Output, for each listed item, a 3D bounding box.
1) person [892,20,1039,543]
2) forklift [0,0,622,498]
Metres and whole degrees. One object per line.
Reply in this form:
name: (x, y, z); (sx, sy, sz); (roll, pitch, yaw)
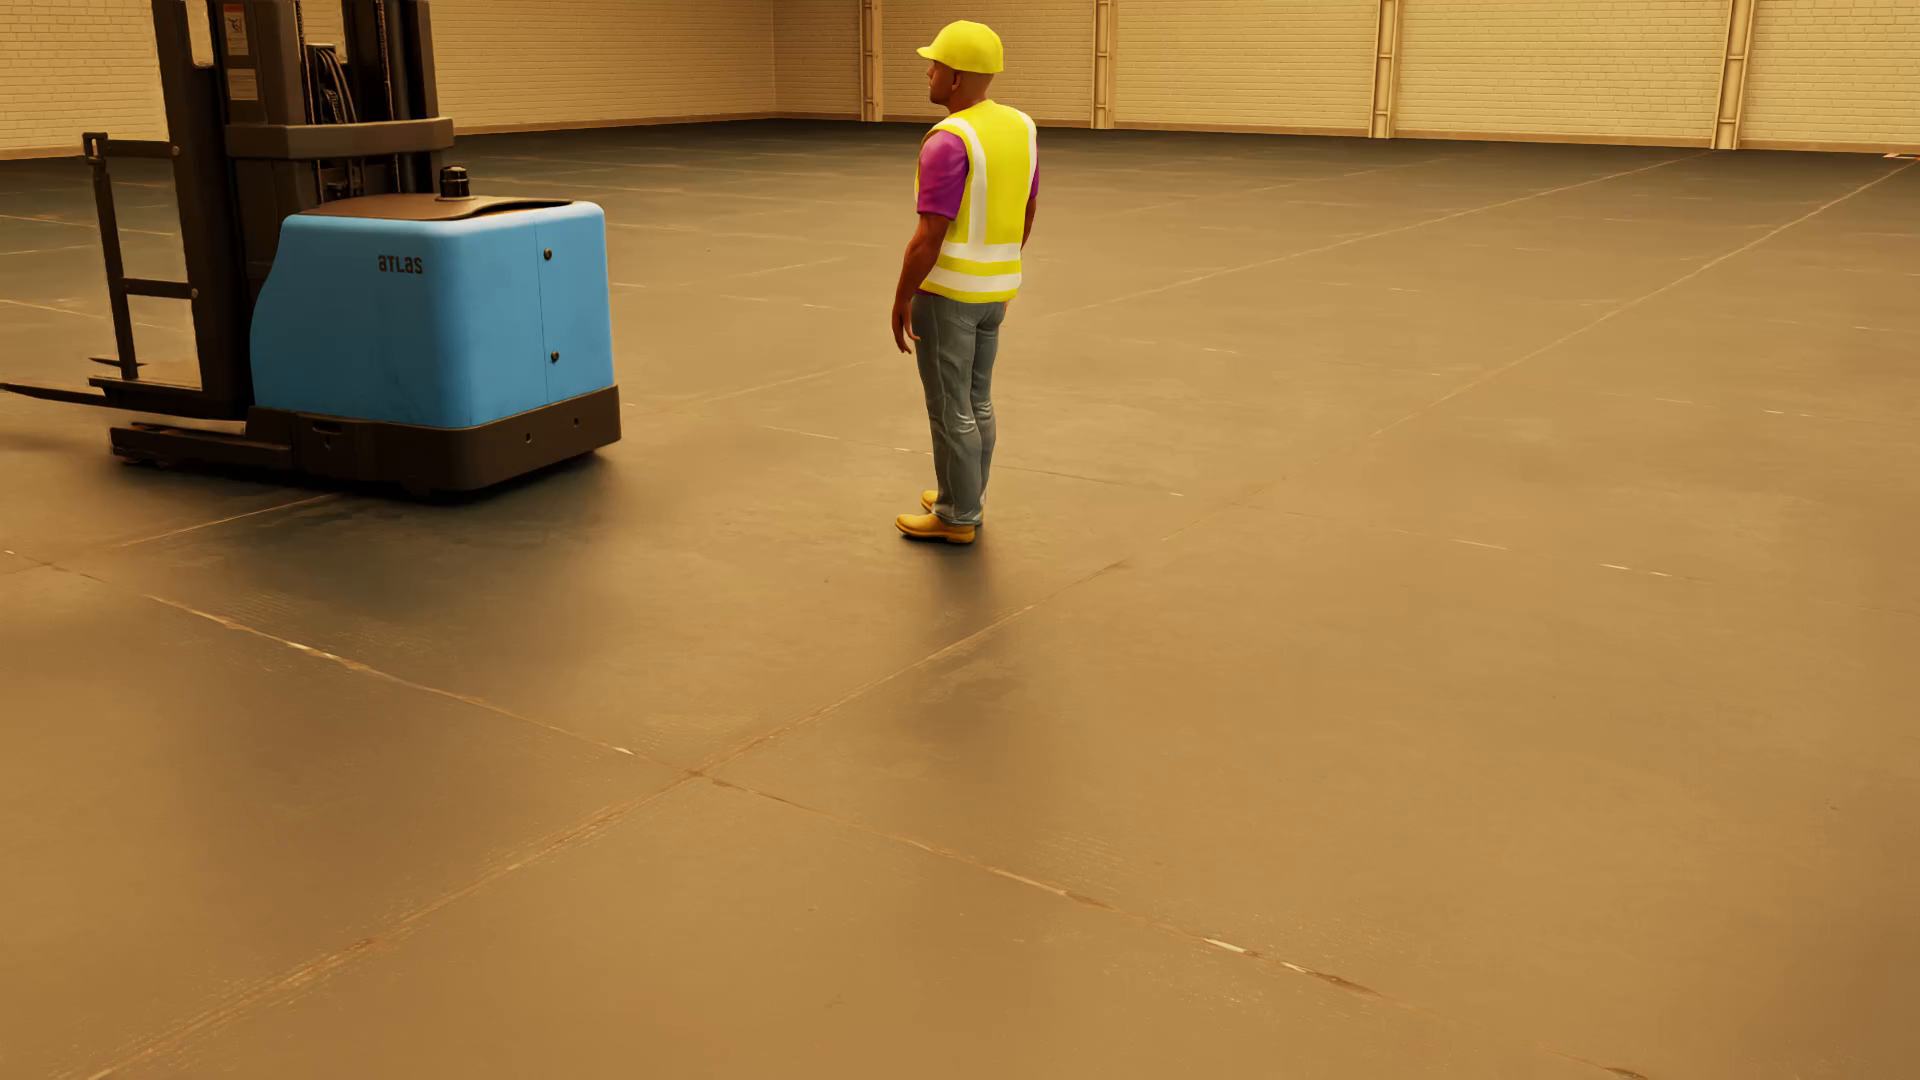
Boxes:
person: (-0.055, -0.866, 5.736); (0.575, 1.768, 0.665); (11, 20, 33)
forklift: (-3.016, -1.830, 6.951); (3.031, 2.935, 1.130); (8, 18, 24)
